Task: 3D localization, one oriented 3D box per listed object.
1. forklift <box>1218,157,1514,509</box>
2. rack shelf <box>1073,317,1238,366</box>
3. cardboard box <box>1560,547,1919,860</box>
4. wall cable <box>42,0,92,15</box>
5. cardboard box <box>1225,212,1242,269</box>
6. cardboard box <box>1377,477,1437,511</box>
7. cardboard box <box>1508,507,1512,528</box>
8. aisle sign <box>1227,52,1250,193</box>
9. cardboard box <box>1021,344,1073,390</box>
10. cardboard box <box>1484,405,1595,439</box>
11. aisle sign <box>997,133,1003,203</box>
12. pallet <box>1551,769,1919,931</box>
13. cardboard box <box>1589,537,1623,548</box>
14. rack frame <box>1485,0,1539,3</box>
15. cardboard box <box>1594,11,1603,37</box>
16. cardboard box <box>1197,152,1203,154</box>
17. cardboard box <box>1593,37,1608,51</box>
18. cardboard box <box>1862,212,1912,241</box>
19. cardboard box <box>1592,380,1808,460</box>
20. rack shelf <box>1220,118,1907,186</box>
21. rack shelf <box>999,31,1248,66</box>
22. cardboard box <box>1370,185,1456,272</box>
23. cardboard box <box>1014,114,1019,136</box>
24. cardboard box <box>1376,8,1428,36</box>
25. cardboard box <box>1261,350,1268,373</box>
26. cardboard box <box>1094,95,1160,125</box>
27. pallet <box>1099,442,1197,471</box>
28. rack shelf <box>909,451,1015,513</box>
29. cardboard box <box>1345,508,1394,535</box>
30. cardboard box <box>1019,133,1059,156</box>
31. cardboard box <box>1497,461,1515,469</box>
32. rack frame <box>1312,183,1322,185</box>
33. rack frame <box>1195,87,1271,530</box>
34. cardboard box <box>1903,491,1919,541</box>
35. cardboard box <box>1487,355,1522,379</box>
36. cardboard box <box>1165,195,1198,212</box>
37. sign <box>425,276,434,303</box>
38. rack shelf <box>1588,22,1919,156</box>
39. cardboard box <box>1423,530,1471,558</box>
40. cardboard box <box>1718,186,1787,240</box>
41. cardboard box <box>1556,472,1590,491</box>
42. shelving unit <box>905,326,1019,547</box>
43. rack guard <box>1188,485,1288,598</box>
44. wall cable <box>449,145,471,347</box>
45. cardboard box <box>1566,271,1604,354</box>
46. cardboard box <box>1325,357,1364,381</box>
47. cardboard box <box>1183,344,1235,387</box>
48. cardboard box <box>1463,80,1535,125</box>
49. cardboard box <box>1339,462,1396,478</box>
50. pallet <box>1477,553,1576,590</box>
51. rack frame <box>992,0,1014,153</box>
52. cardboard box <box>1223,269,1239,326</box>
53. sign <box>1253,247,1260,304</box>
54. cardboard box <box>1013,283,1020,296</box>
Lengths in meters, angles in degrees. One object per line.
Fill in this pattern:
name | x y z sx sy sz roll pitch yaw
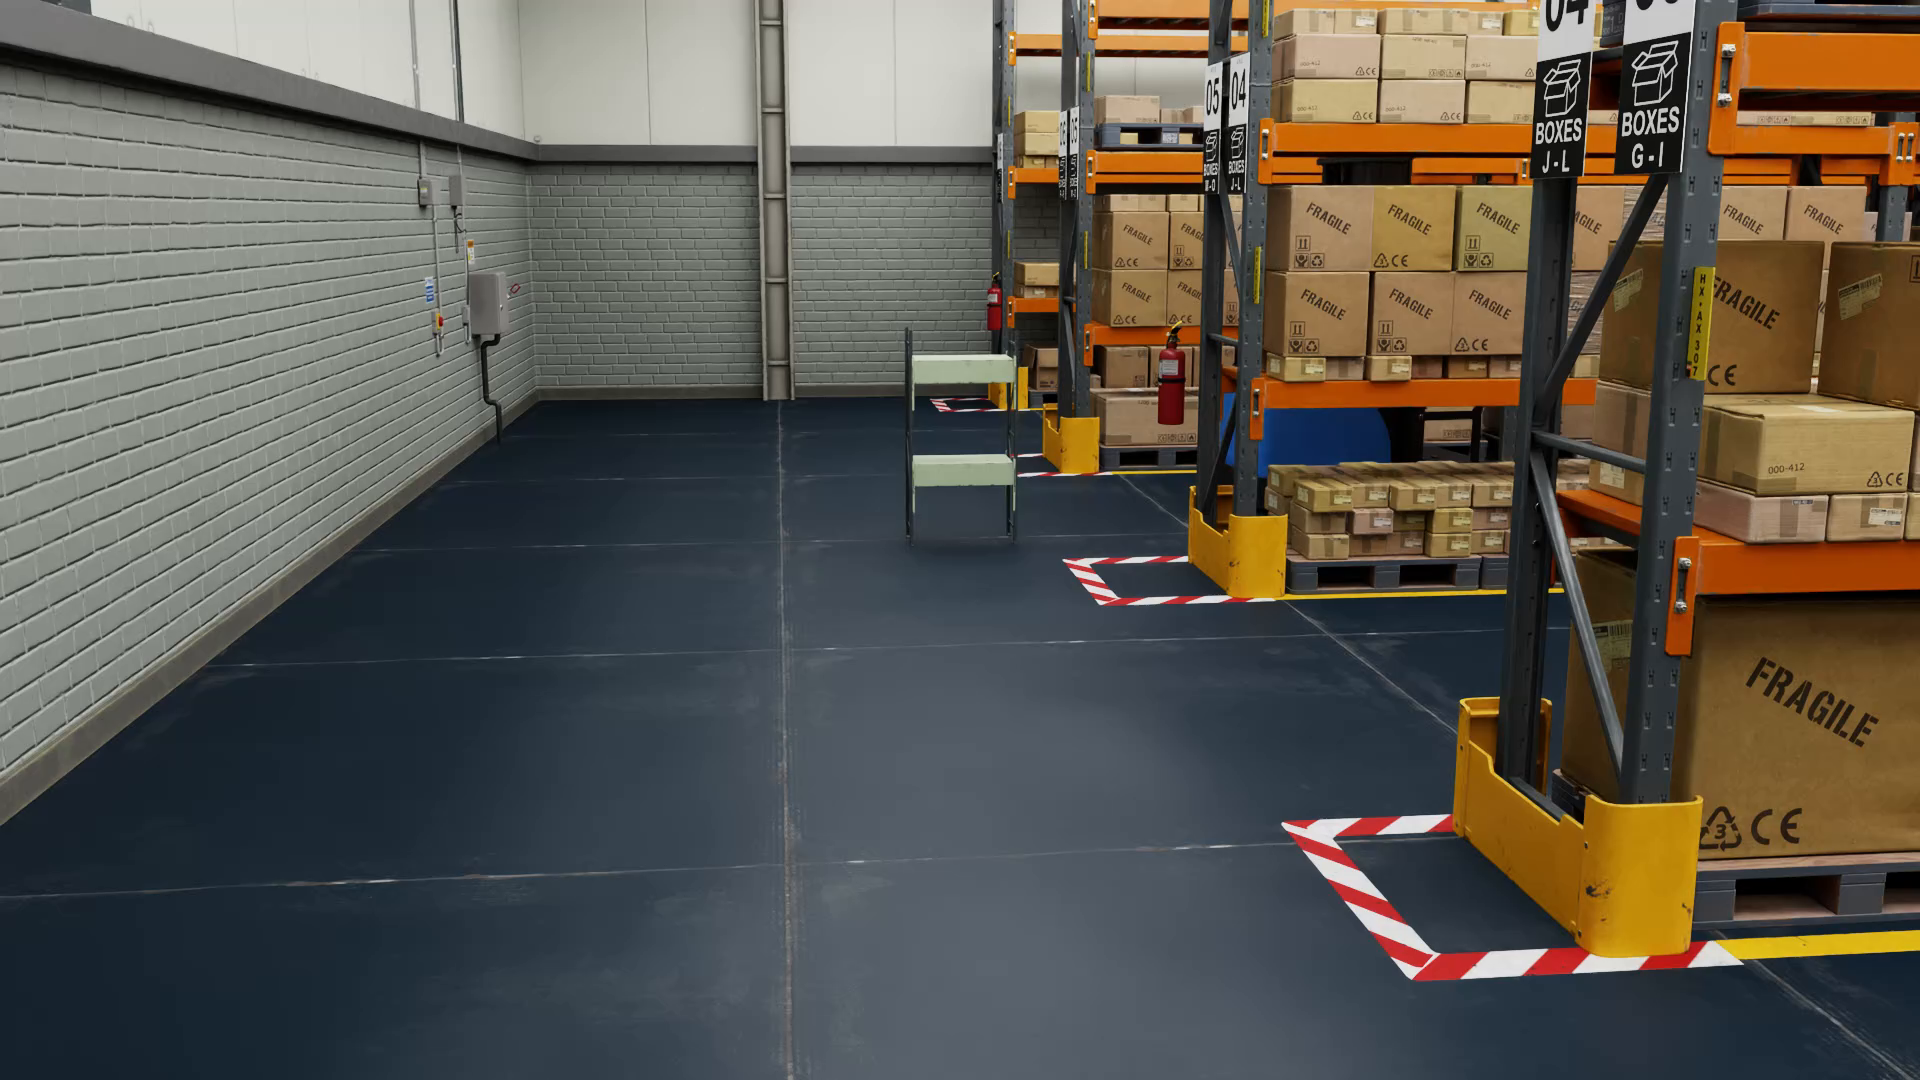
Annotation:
forklift | 3.657 -1.756 13.202 3.031 2.935 1.130 -2 11 -12
rack shelf | 3.032 -1.867 15.451 4.000 0.370 1.077 -1 11 -6
cardboard box | 2.742 0.530 5.813 0.875 0.875 0.875 -1 11 -6
wall cable | -3.879 -5.343 7.377 0.120 5.999 2.277 -1 11 -6
cardboard box | 2.576 -2.697 14.961 0.500 0.500 0.500 -1 11 -7
cardboard box | 2.762 -0.285 10.302 0.250 0.149 0.380 -1 11 -6
cardboard box | 3.525 -0.184 10.560 0.250 0.149 0.380 -1 11 -3
aisle sign | 1.639 -2.447 9.801 0.004 0.787 0.394 -1 11 -6
cardboard box | 1.123 -2.105 20.184 0.637 0.503 0.797 -2 11 -8
cardboard box | 5.628 -1.453 15.902 0.875 0.875 0.875 -1 11 -4
aisle sign | 0.468 -4.348 19.467 0.004 0.787 0.394 -1 11 -6
pallet | 2.901 1.059 5.933 1.213 0.211 1.003 -1 11 -6
cardboard box | 4.007 -0.034 10.565 0.250 0.149 0.380 -1 11 -5
rack frame | 5.021 -5.205 15.015 0.127 3.000 1.000 -1 11 -6
cardboard box | 3.842 -3.053 9.905 0.250 0.149 0.380 -1 11 -7
cardboard box | 3.002 -4.678 19.728 0.500 0.250 0.500 -1 11 -5
cardboard box | 3.669 -2.864 9.975 0.500 0.250 0.500 -2 11 -8
cardboard box | 8.511 -2.823 15.602 0.500 0.500 0.500 -2 11 -8
cardboard box | 2.567 -0.411 5.799 0.500 0.250 0.500 -1 11 -7
rack shelf | 3.667 -2.391 10.344 4.000 0.370 1.077 -1 11 -6
rack shelf | 2.493 -5.760 19.715 4.000 0.370 1.077 -1 11 -6
cardboard box | 2.655 -1.886 10.066 0.500 0.500 0.500 -1 11 -4
cardboard box | 0.916 -4.982 19.979 0.500 0.250 0.500 -2 11 -8
cardboard box | 2.559 -3.026 9.770 0.250 0.149 0.380 -1 11 -6
cardboard box | 1.973 -1.168 10.687 0.250 0.149 0.380 -1 11 -6
cardboard box | 1.482 -3.858 14.980 0.500 0.250 0.500 -2 11 -11
pallet | 1.830 -0.841 15.600 1.213 0.211 1.003 -1 11 -6
rack shelf | 0.007 -0.416 11.787 0.720 0.370 0.431 -1 11 -6
cardboard box | 2.506 -0.140 10.337 0.250 0.149 0.380 -1 11 -6
cardboard box | 0.975 -4.631 19.488 0.500 0.250 0.500 -1 11 -7
cardboard box | 3.734 -0.418 10.978 0.250 0.149 0.380 -1 11 -6
rack frame | 4.481 -3.213 20.435 0.127 3.000 1.000 -1 11 -6
rack frame | 1.679 -1.231 10.352 0.127 3.000 1.000 -1 11 -6
cardboard box | 3.012 -0.109 5.299 0.250 0.149 0.380 -1 11 -7
cardboard box | 3.322 -1.092 10.299 0.250 0.149 0.380 -1 11 -7
cardboard box | 1.950 -2.993 14.782 0.250 0.149 0.380 -1 11 -4
sign | -4.615 -2.178 14.470 0.001 0.218 0.327 -1 11 -6
rack shelf | 4.103 -1.438 5.495 4.000 0.370 1.077 -1 11 -6
cardboard box | 2.998 0.001 10.391 0.250 0.149 0.380 -1 11 -5
cardboard box | 4.704 -1.926 10.268 0.500 0.500 0.500 -2 11 -8
cardboard box | 3.782 -0.330 10.532 0.250 0.149 0.380 -1 11 -6
shelving unit | 0.007 -0.736 11.724 0.755 1.500 0.431 -1 11 -6
rack guard | 1.755 -0.006 10.601 0.348 0.500 1.175 -1 11 -6
wall cable | -4.724 -2.826 15.834 0.122 1.984 0.588 -1 11 -6
cardboard box | 3.679 -1.418 10.273 0.500 0.500 0.500 -1 11 -8
cardboard box | 2.285 -1.065 10.158 0.250 0.149 0.380 -1 11 -4
cardboard box | 3.009 -2.136 20.347 0.500 0.500 0.700 -2 11 -8
cardboard box | 3.188 -2.613 9.994 0.500 0.250 0.500 -2 11 -8
cardboard box | 2.678 -0.413 10.954 0.250 0.149 0.380 -1 11 -7
pallet | 3.776 0.101 10.807 1.213 0.211 1.003 -1 11 -6
rack frame | 0.504 -6.073 19.433 0.127 3.000 1.000 -1 11 -6
cardboard box | 2.560 -2.205 15.048 0.500 0.500 0.500 -1 11 -6
sign | 1.738 -1.551 9.739 0.005 0.325 0.100 -1 11 -6
cardboard box | 0.805 -3.065 20.333 0.250 0.149 0.380 -1 11 -7
